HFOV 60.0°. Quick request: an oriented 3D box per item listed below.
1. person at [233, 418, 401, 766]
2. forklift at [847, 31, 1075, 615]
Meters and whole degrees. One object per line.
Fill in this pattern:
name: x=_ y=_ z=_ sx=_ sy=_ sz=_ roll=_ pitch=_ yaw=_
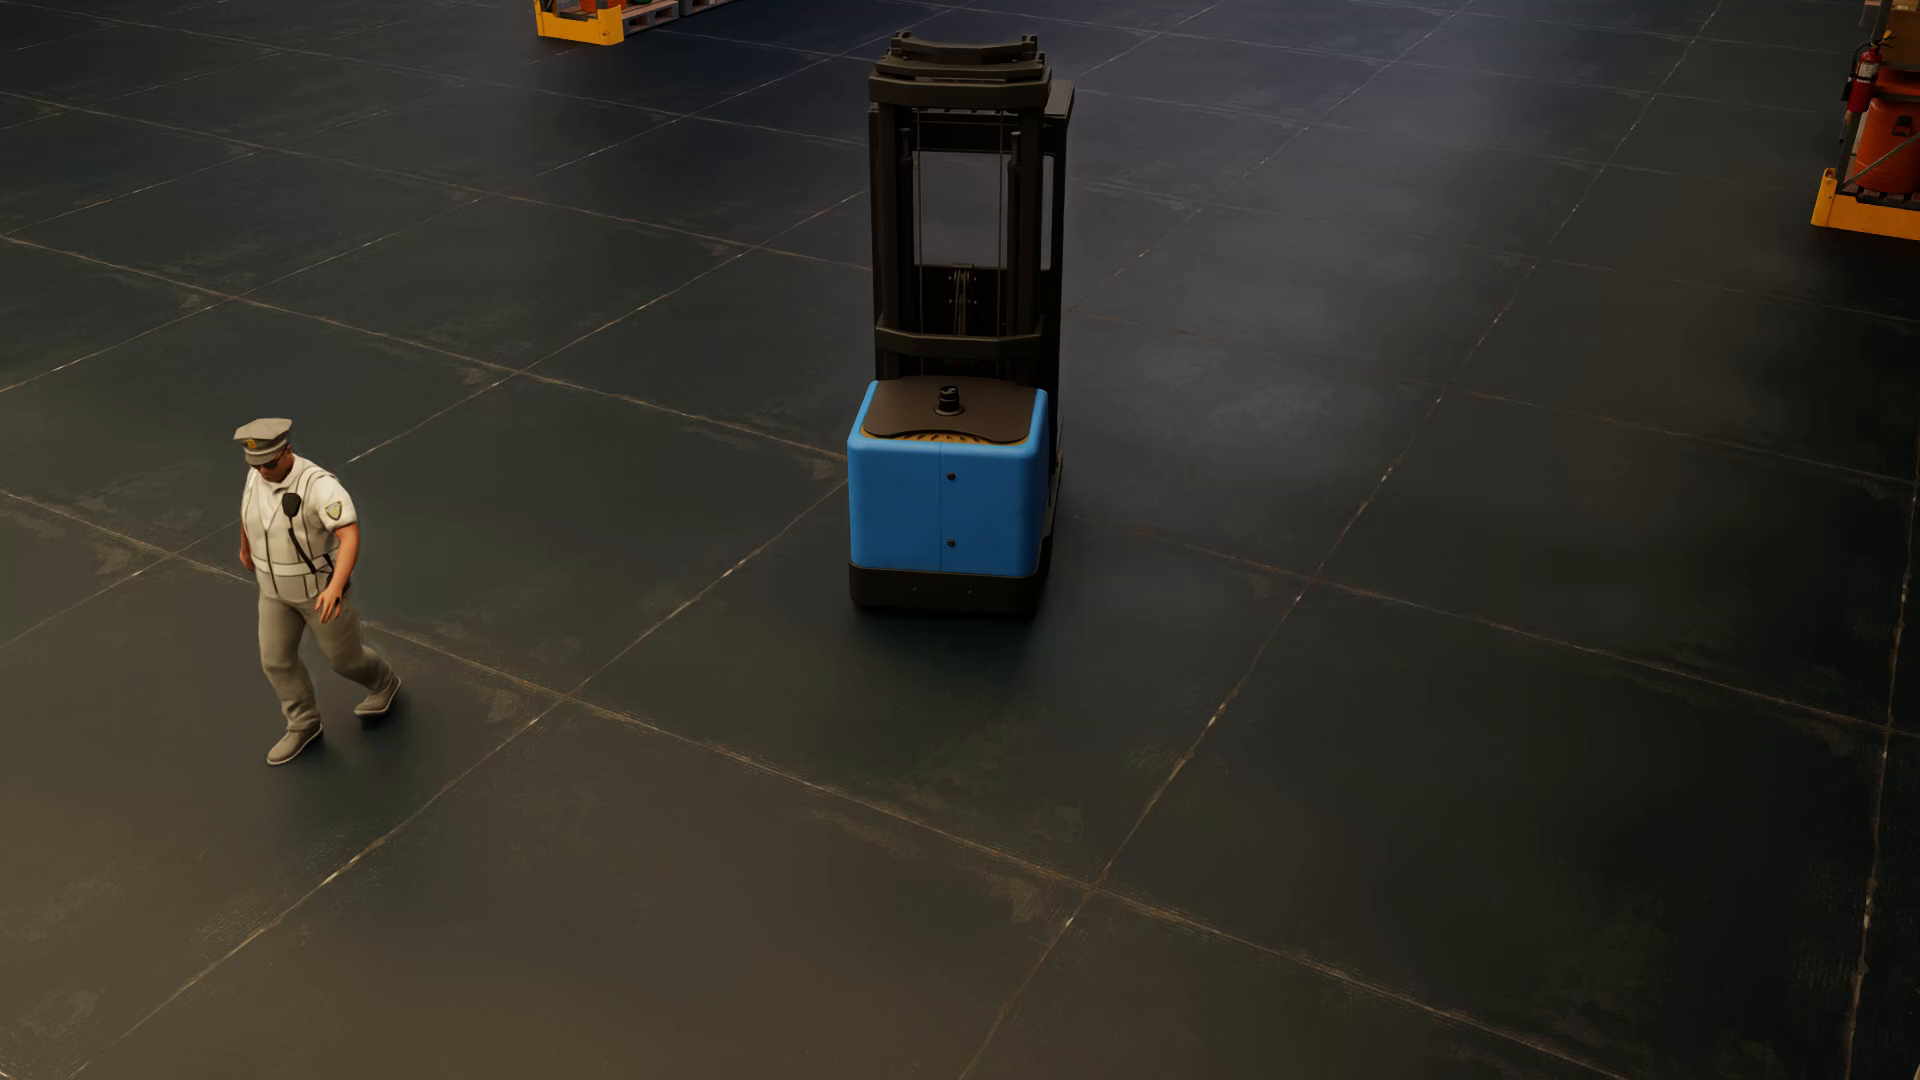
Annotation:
person: x=-3.145 y=0.218 z=7.912 sx=0.943 sy=1.728 sz=0.754 roll=9 pitch=31 yaw=16
forklift: x=0.072 y=-1.572 z=9.794 sx=1.130 sy=2.935 sz=3.031 roll=3 pitch=30 yaw=6
